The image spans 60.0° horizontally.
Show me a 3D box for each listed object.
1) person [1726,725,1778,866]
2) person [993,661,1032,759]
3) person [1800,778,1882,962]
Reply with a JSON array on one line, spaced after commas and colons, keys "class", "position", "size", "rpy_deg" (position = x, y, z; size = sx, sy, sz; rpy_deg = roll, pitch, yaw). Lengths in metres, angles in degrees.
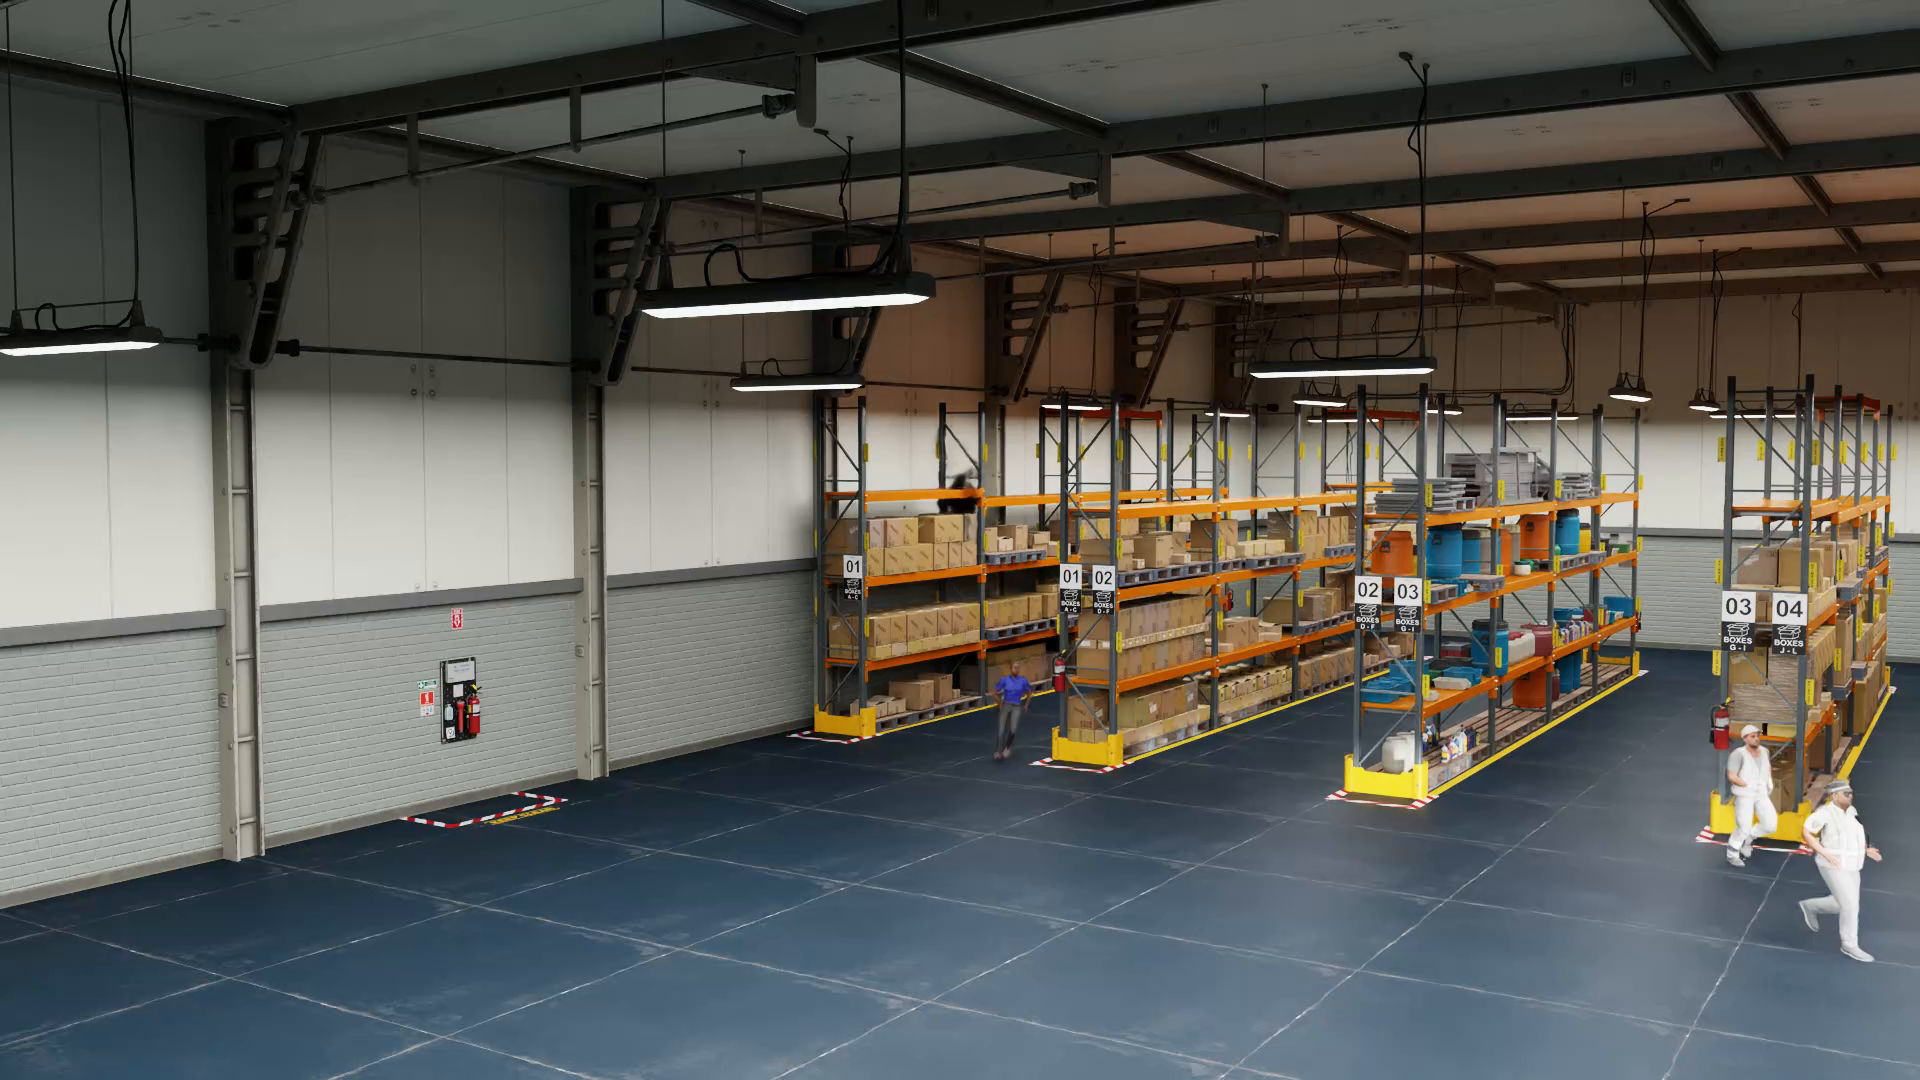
[{"class": "person", "position": [9.529, 3.079, 19.948], "size": [0.692, 1.735, 0.711], "rpy_deg": [-1, 3, -9]}, {"class": "person", "position": [0.850, 2.783, 27.103], "size": [0.641, 1.593, 0.582], "rpy_deg": [0, 3, 2]}, {"class": "person", "position": [8.792, 3.261, 16.681], "size": [0.663, 1.776, 0.819], "rpy_deg": [-2, 3, -29]}]
